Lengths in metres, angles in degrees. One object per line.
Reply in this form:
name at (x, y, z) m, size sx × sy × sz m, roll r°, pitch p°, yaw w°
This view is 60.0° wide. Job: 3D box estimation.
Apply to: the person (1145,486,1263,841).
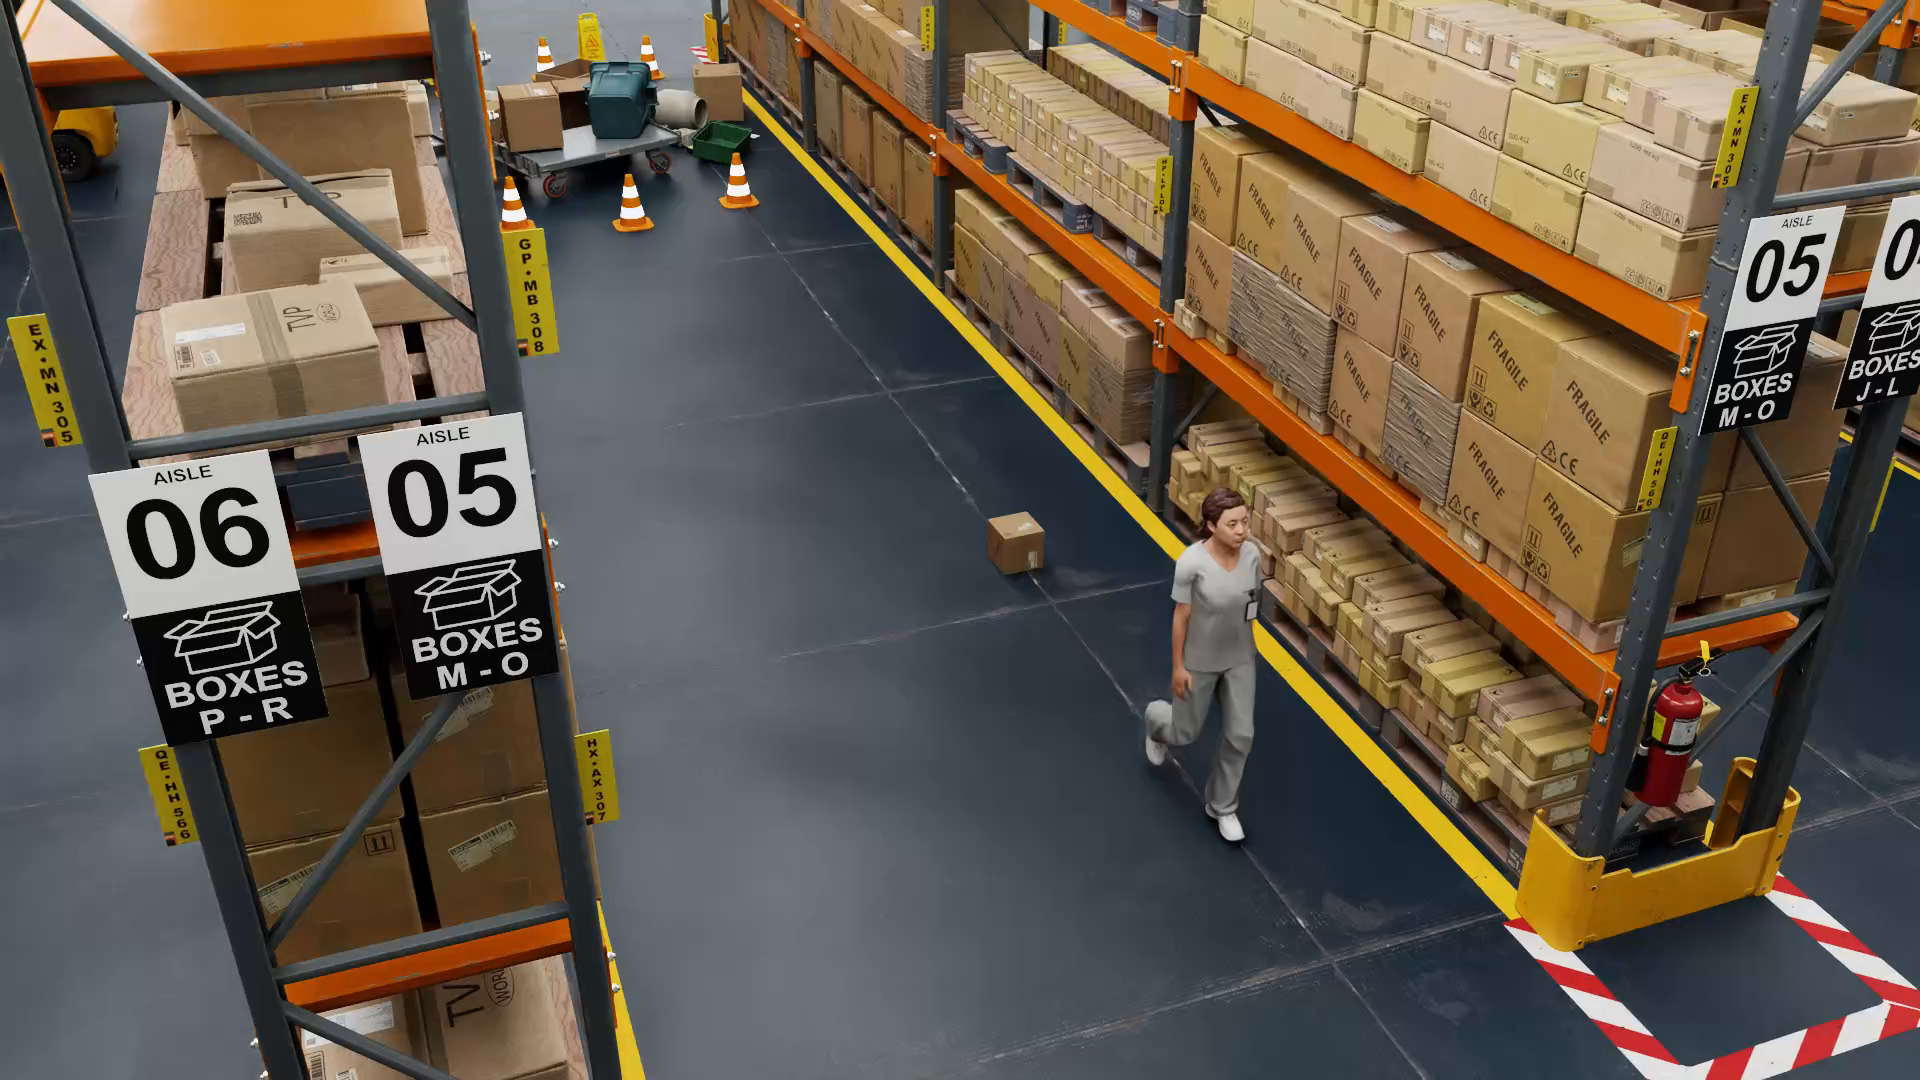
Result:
person at (1.120, 0.499, 7.442) m, size 0.441 × 1.645 × 0.763 m, roll -8°, pitch 31°, yaw -14°
